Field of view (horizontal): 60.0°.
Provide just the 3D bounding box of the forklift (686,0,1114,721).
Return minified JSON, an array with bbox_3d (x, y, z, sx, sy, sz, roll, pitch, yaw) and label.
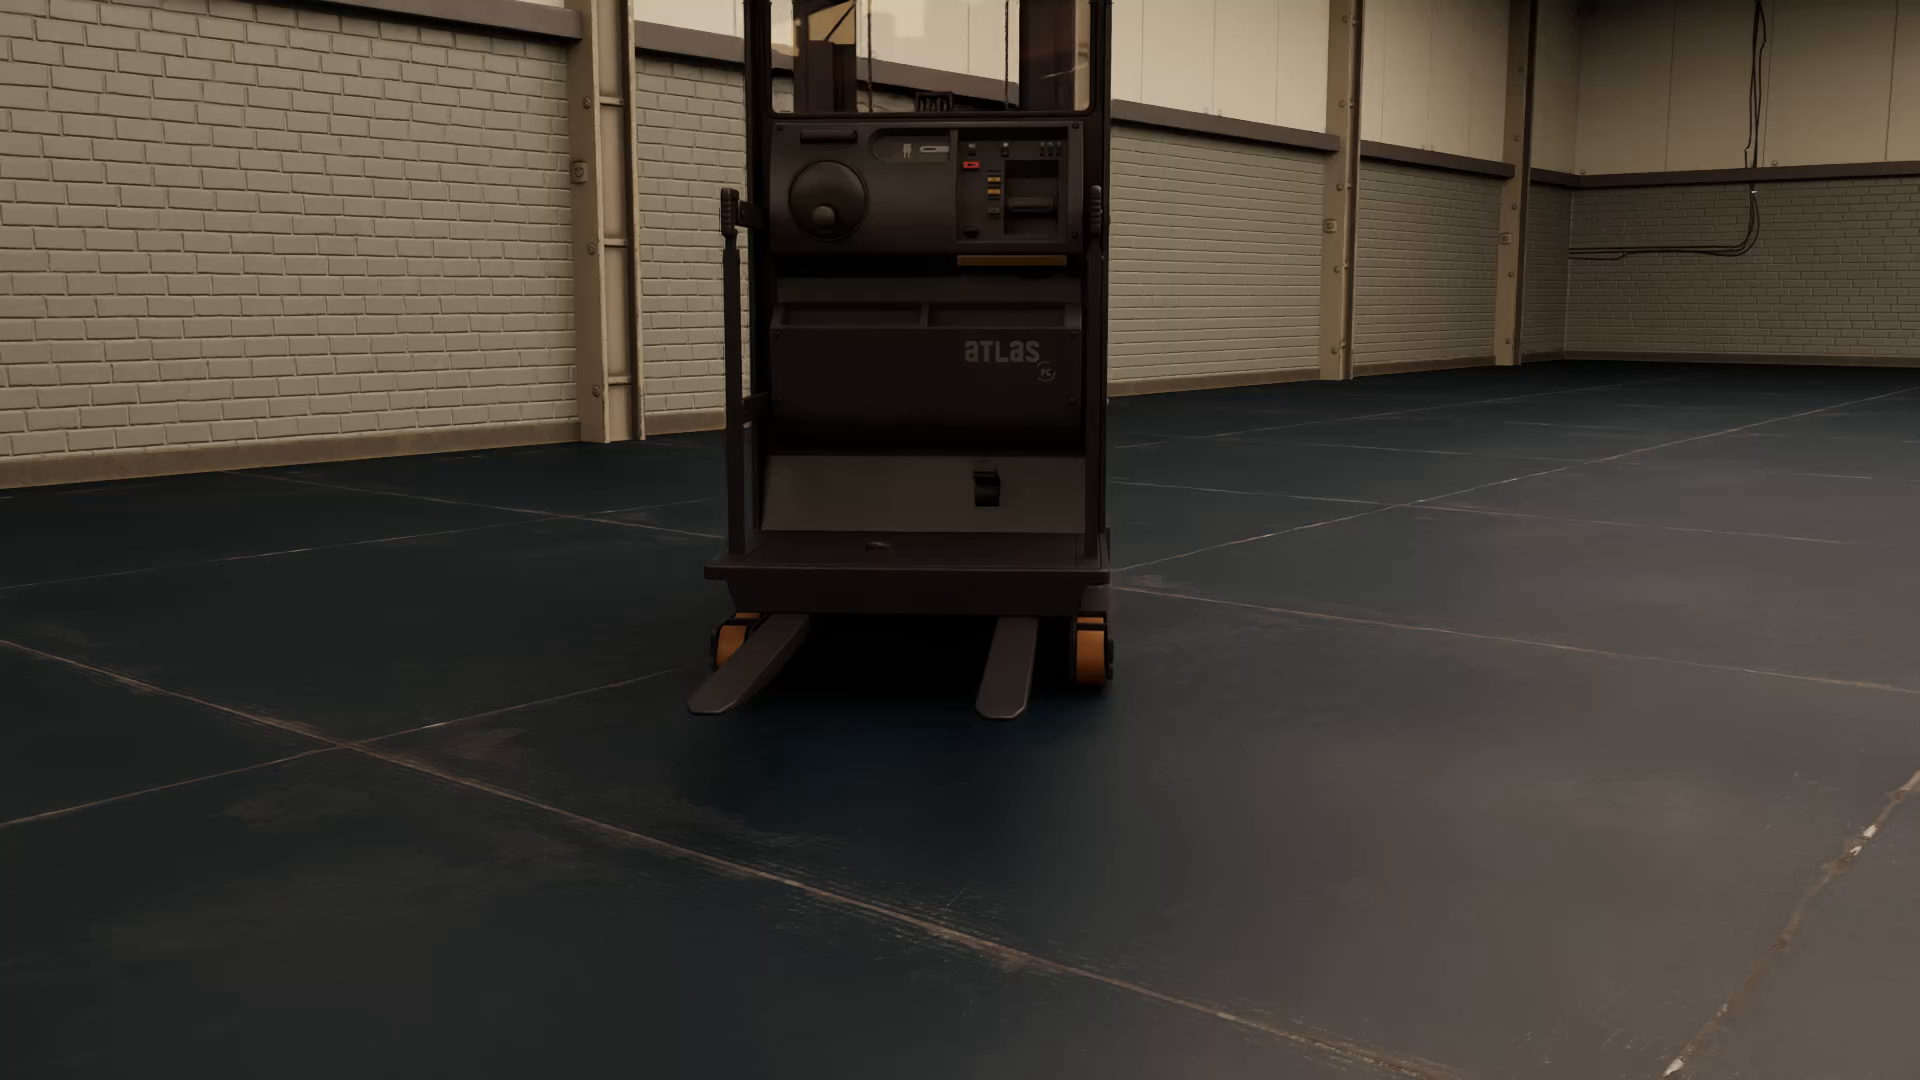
[{"bbox_3d":[-0.113,-1.089,4.724,1.130,2.935,3.031,1,8,4],"label":"forklift"}]
